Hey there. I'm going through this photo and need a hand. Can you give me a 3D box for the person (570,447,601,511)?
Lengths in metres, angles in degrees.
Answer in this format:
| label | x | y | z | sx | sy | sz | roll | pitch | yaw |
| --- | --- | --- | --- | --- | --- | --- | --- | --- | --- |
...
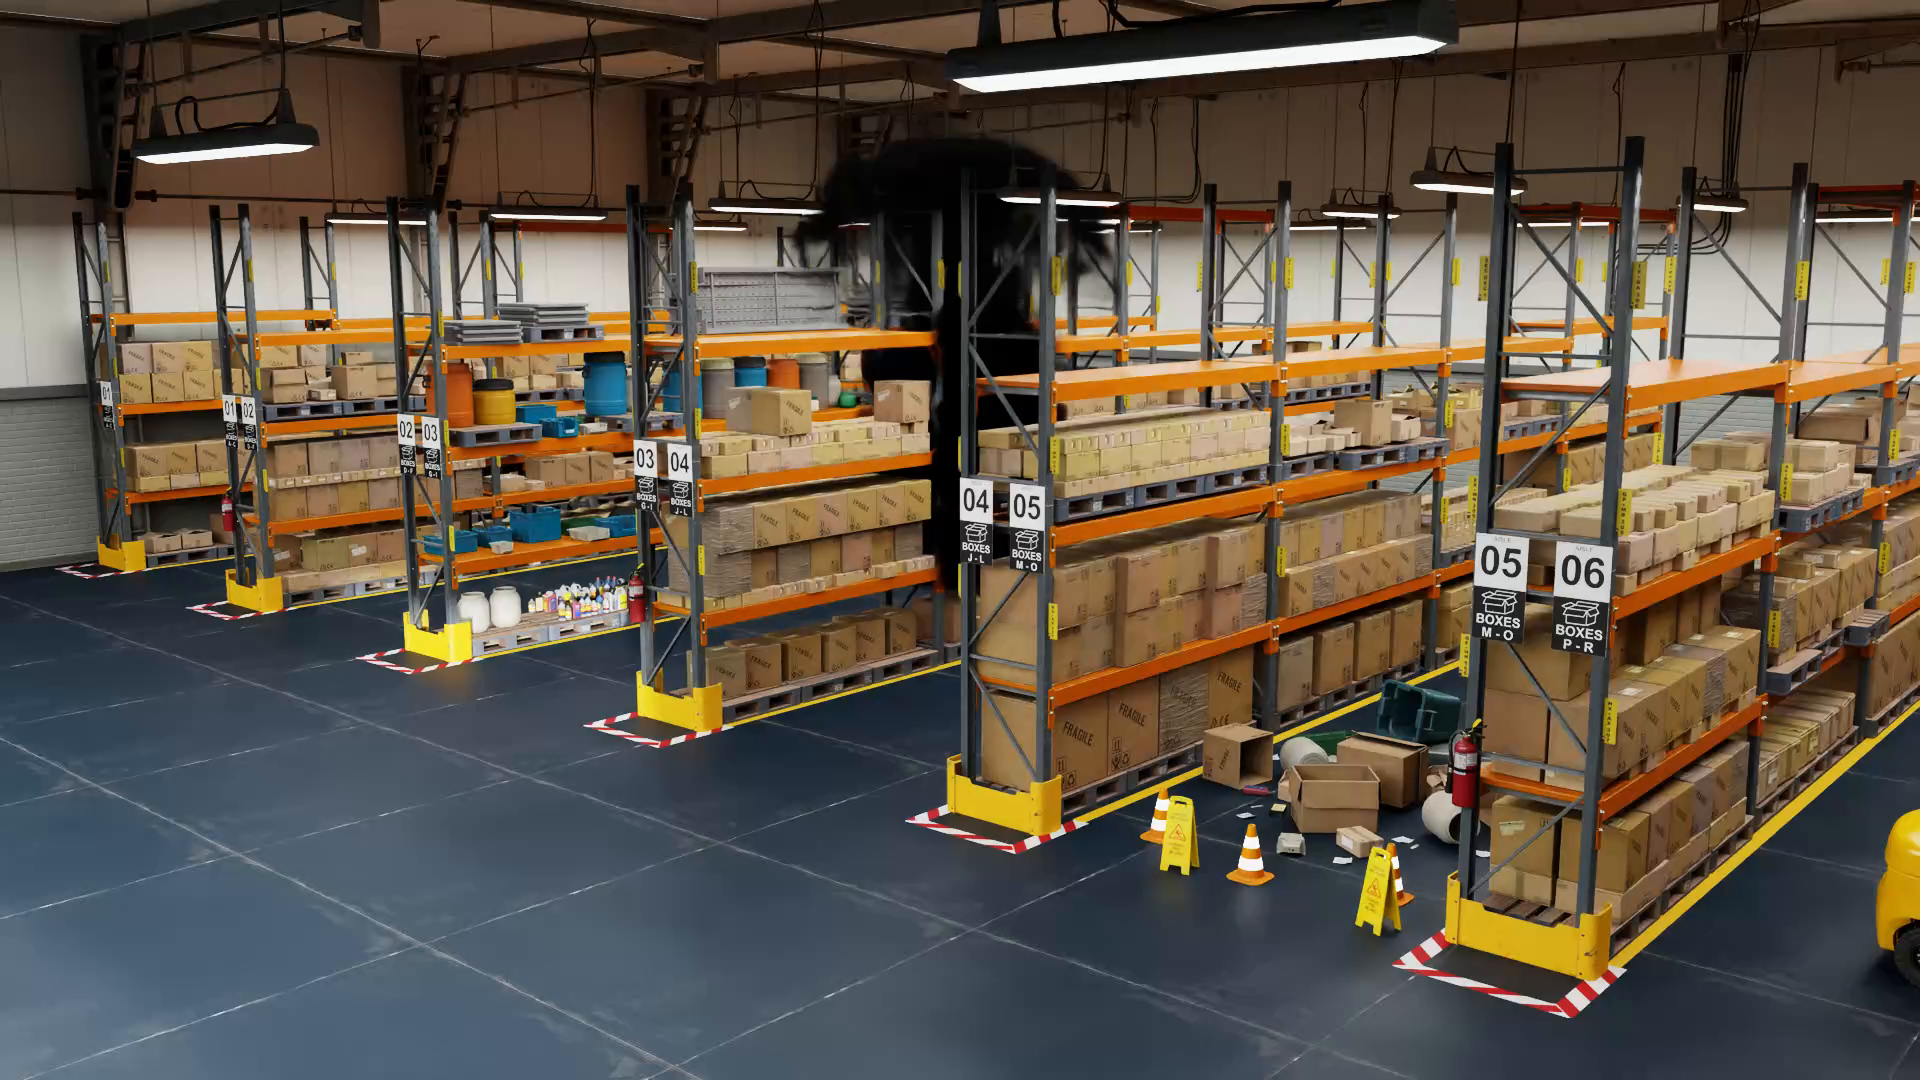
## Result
| label | x | y | z | sx | sy | sz | roll | pitch | yaw |
| --- | --- | --- | --- | --- | --- | --- | --- | --- | --- |
| person | -7.178 | -1.005 | 32.345 | 0.545 | 1.708 | 0.787 | 8 | 12 | 40 |
